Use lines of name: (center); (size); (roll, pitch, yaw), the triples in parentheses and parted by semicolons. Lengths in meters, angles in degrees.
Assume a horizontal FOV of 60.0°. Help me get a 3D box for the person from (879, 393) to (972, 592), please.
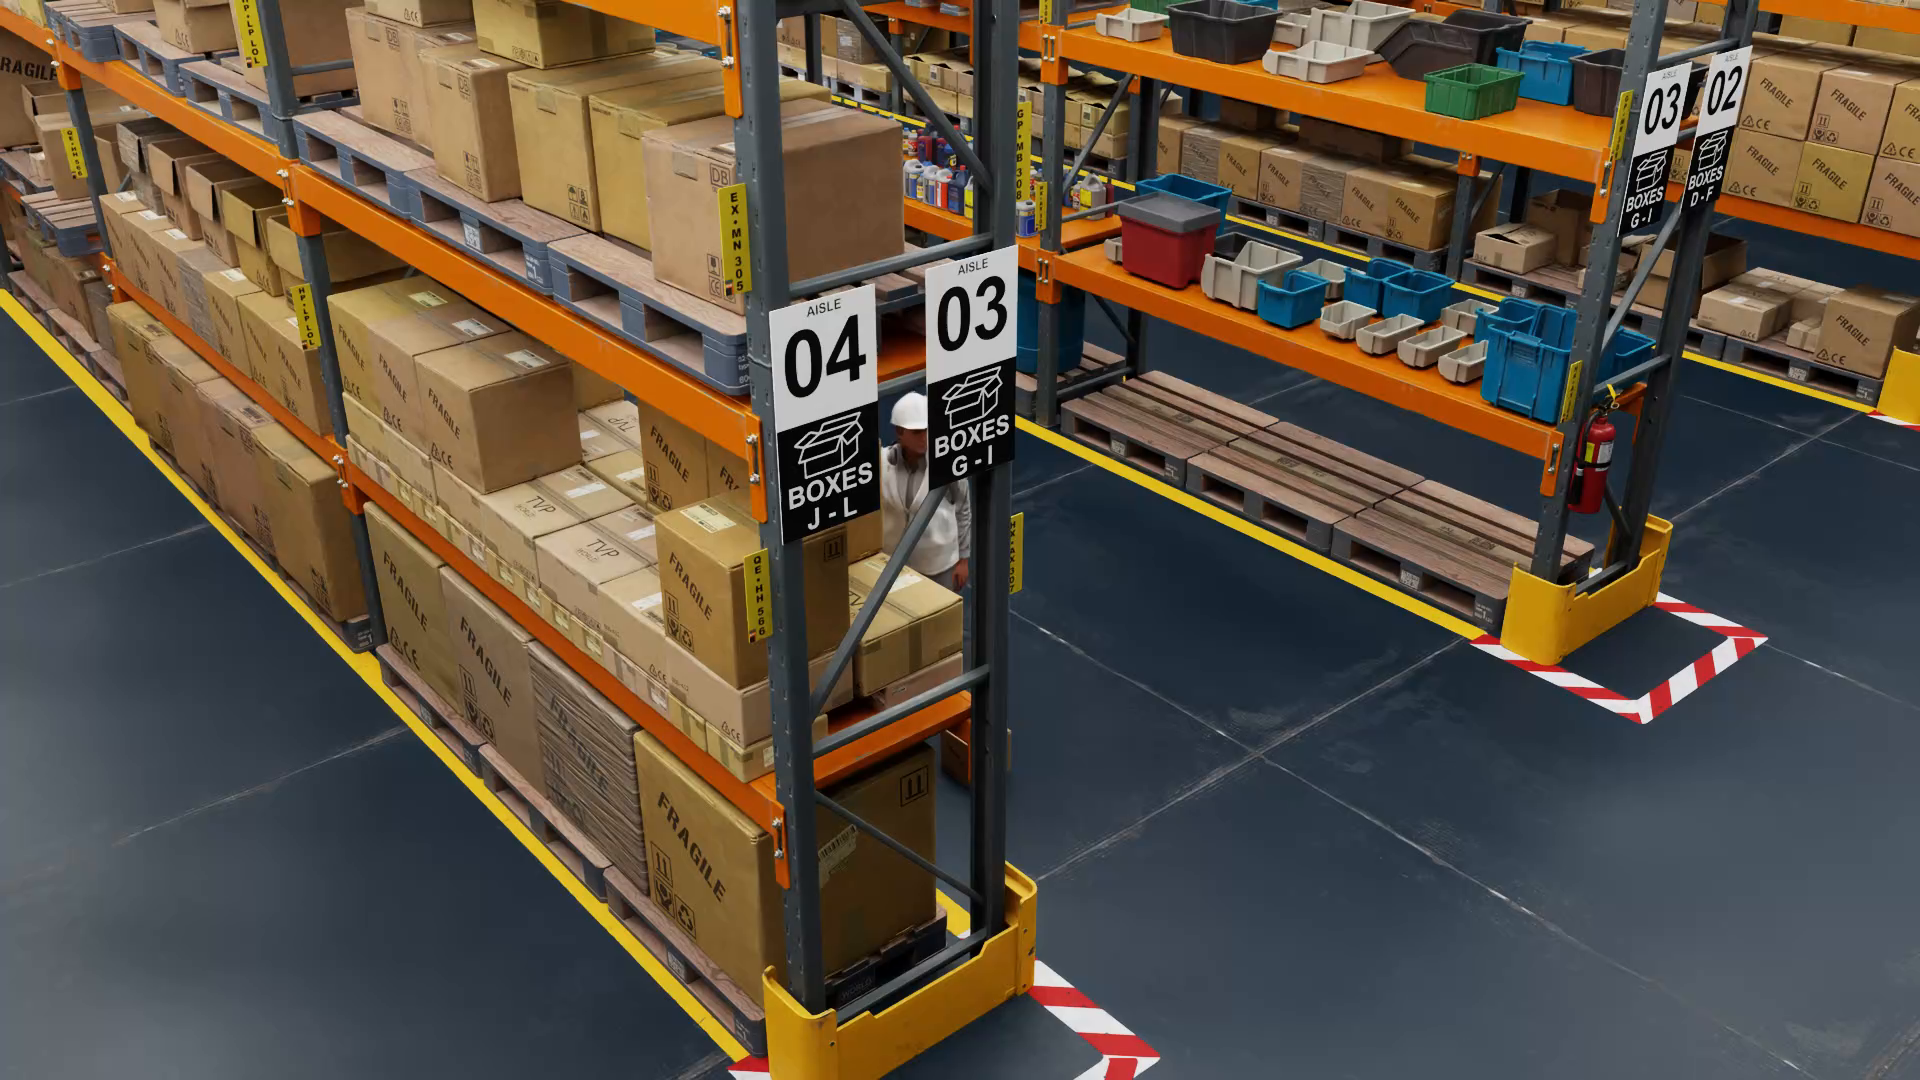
person: (-0.227, 0.091, 8.388); (0.558, 1.776, 0.382); (6, 29, 11)
